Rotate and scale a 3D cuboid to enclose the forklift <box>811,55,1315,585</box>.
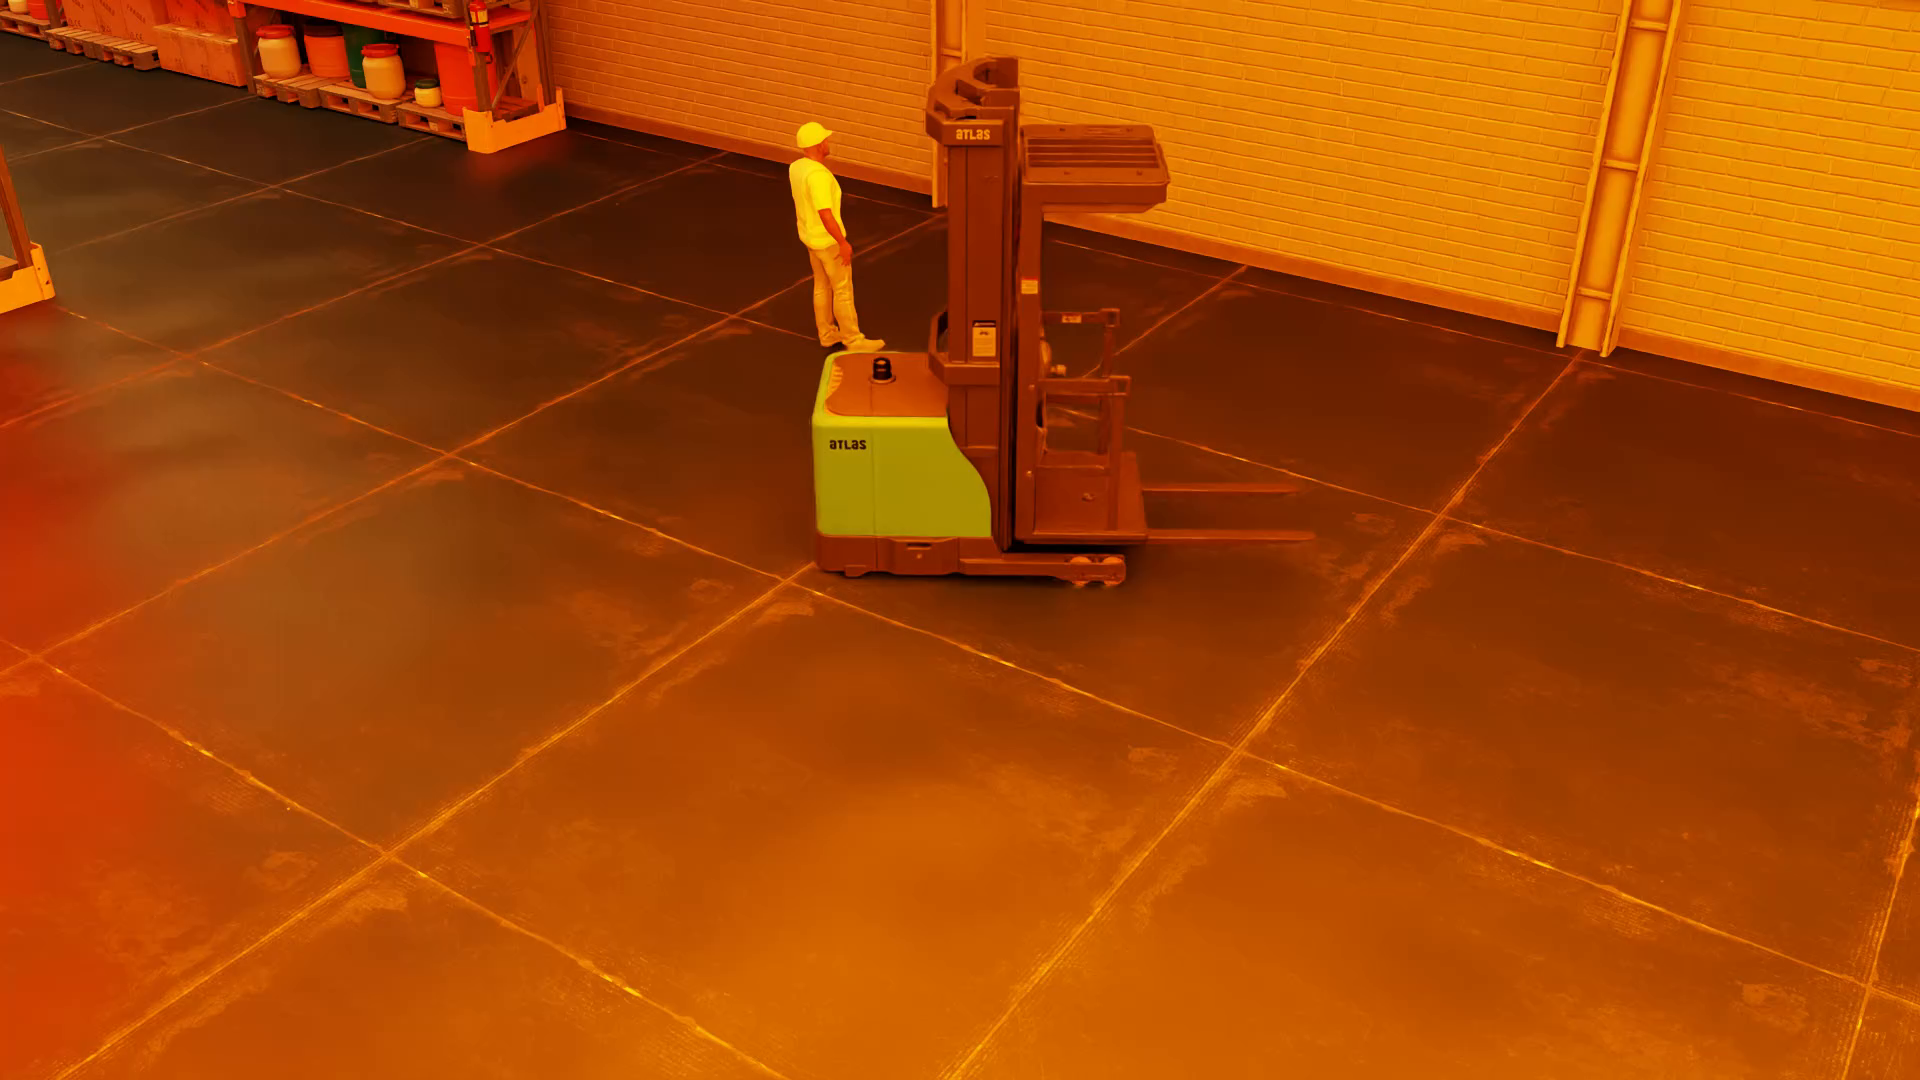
[{"bbox_3d":[0.647,-1.266,9.762,3.031,2.935,1.130,1,30,1],"label":"forklift"}]

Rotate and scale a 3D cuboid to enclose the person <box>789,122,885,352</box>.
[{"bbox_3d":[-0.968,-2.325,12.732,0.578,1.767,0.671,-15,33,-24],"label":"person"}]
